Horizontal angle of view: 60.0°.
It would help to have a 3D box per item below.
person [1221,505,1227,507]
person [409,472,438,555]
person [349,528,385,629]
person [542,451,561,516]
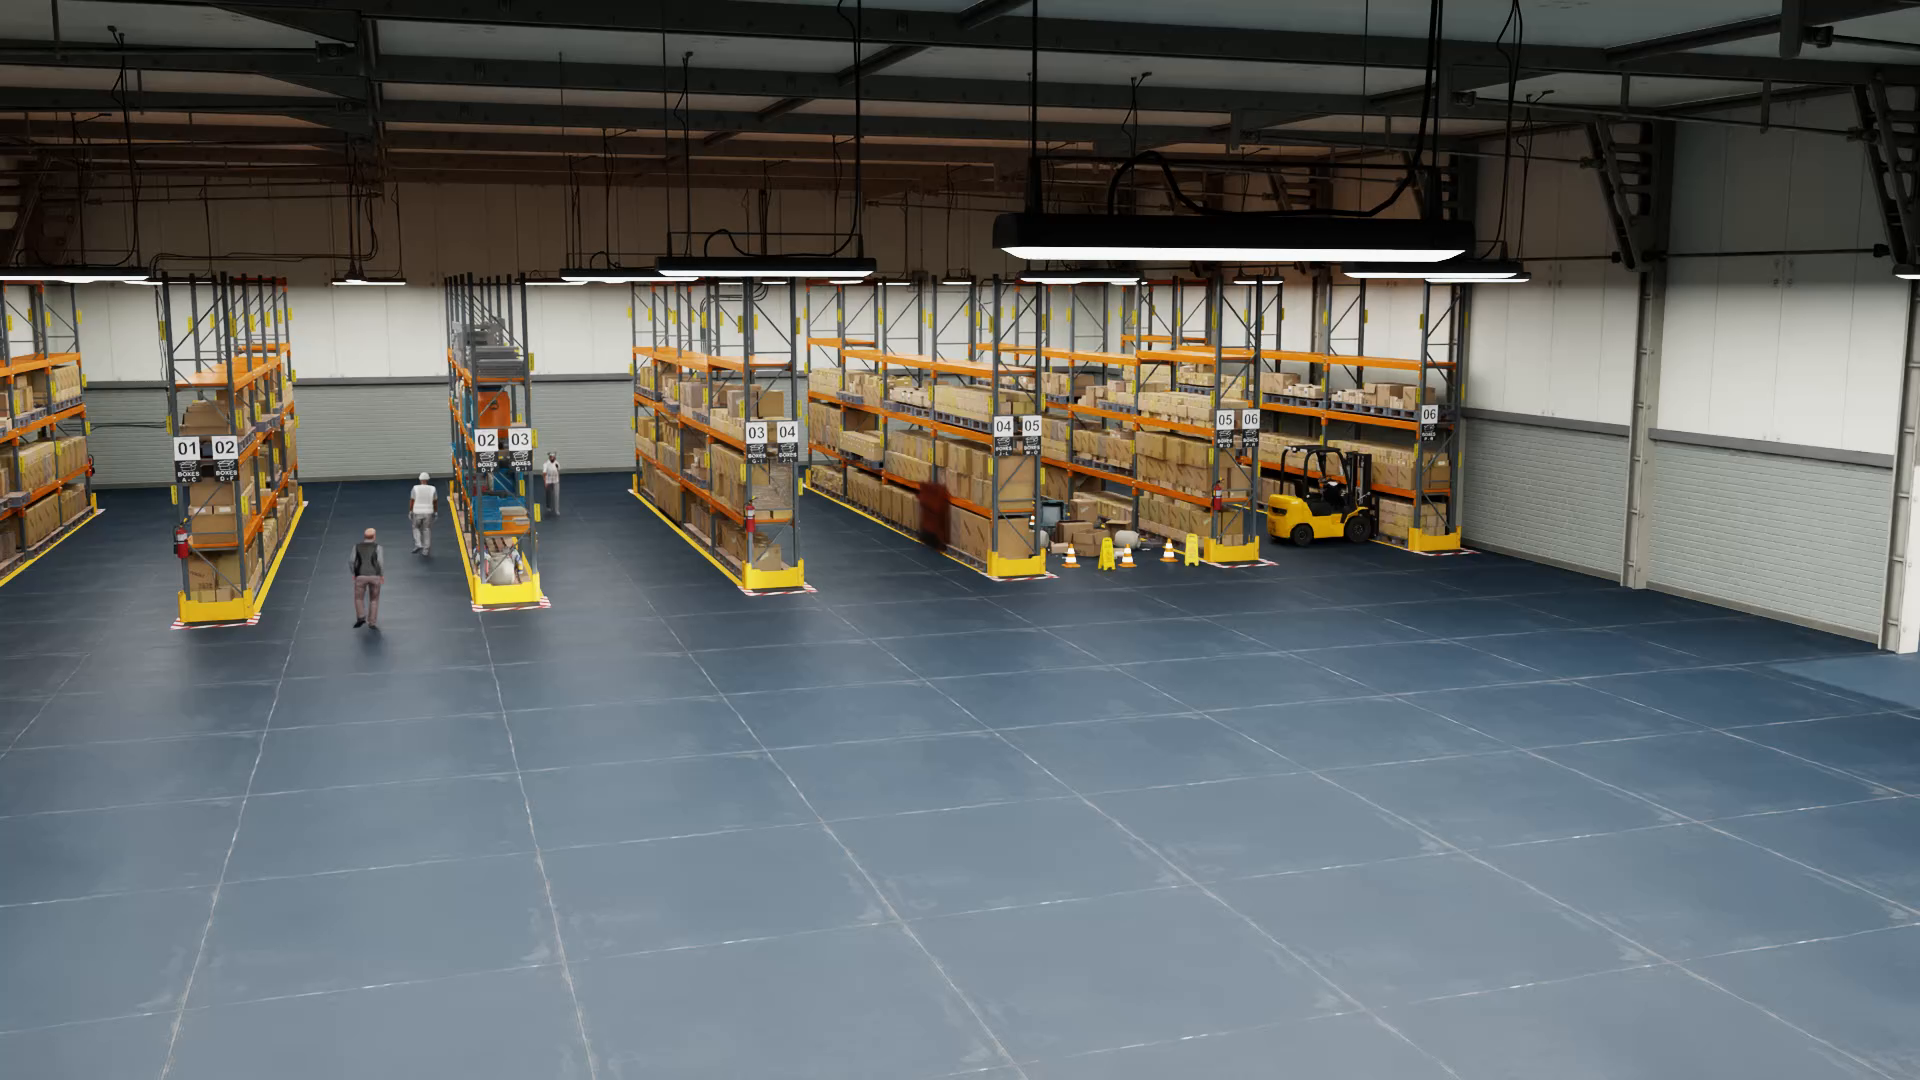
[{"bbox_3d":[6.166,-1.025,39.330,0.460,1.678,0.423,-6,11,-36],"label":"person"},{"bbox_3d":[-11.568,-0.568,35.868,0.605,1.782,0.457,-3,9,-19],"label":"person"},{"bbox_3d":[-10.010,0.666,28.095,0.576,1.695,0.619,-3,9,-17],"label":"person"},{"bbox_3d":[-10.374,-1.455,42.231,0.453,1.614,1.051,-3,9,-20],"label":"person"}]
